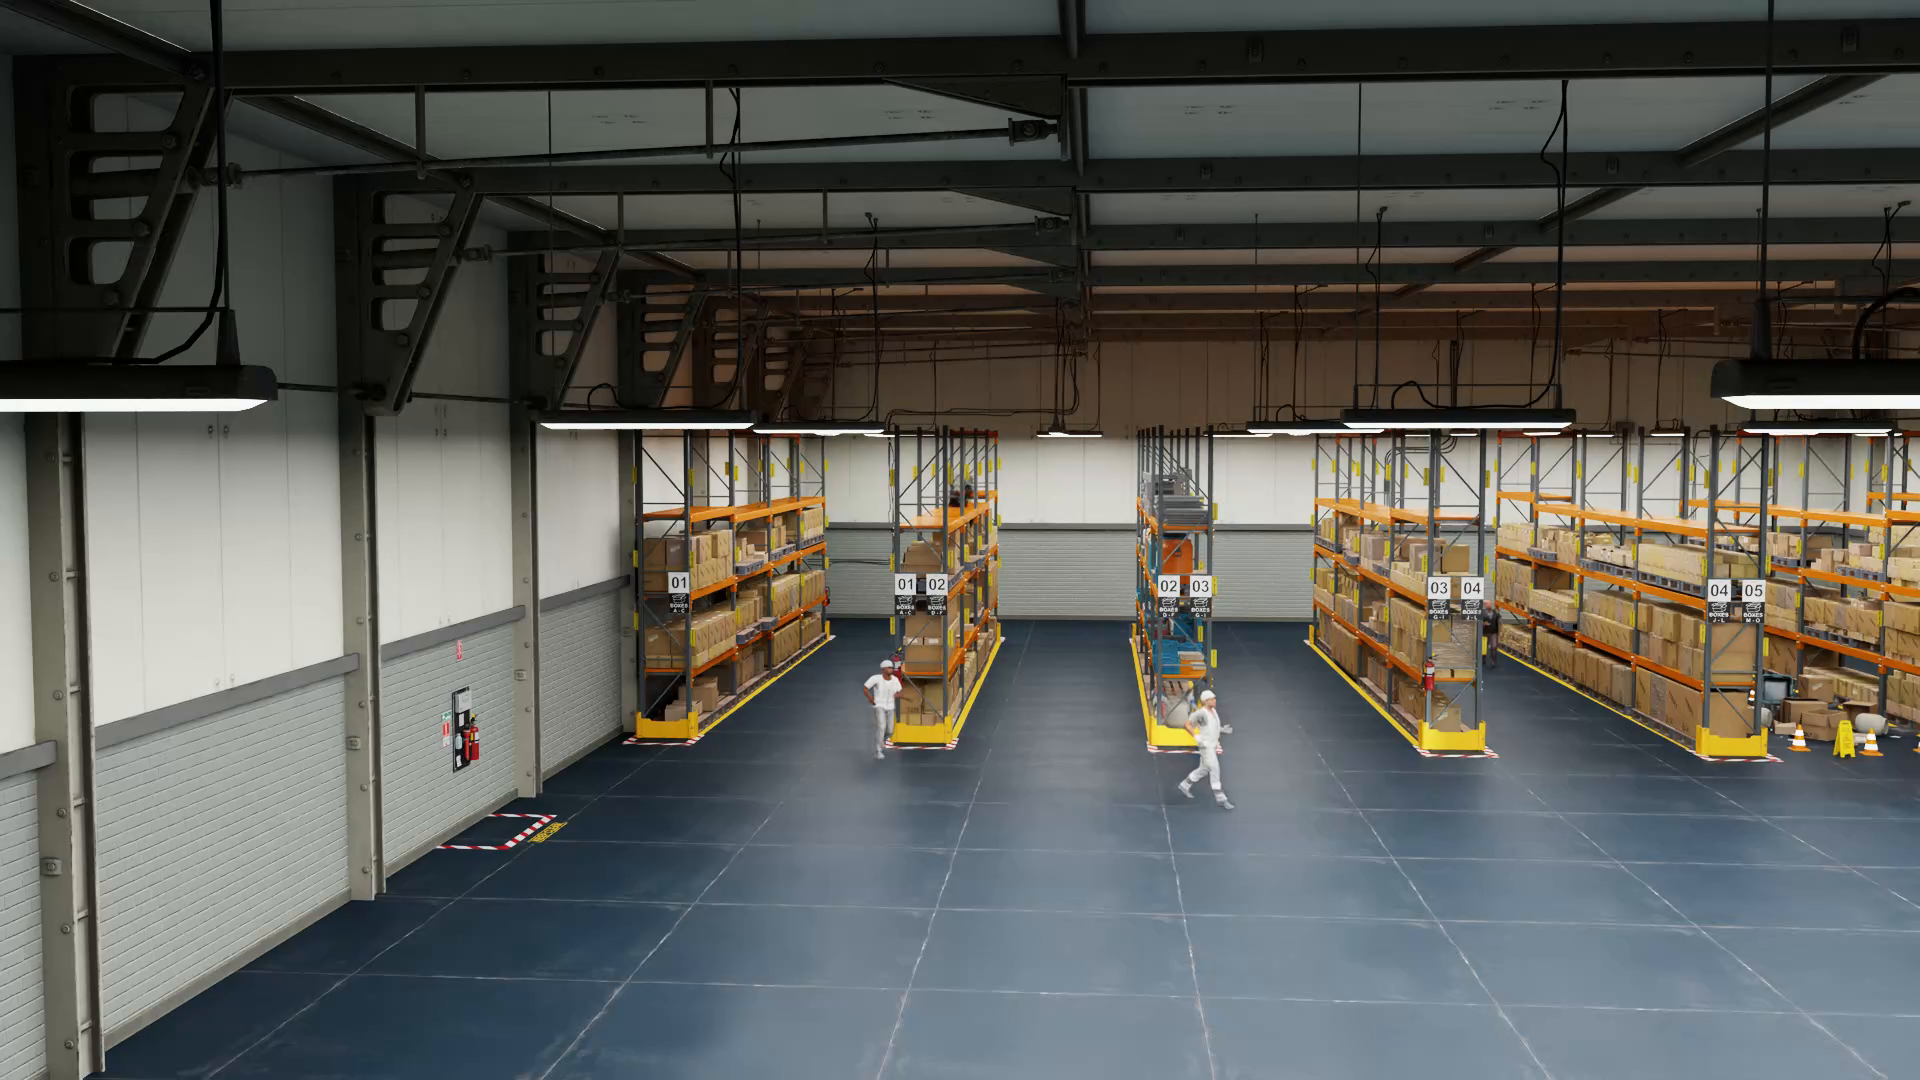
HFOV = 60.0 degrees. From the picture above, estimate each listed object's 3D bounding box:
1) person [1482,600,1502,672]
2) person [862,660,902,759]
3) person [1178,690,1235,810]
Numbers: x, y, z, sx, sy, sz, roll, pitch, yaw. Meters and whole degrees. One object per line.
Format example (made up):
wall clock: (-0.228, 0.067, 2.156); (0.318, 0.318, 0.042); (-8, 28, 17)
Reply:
person: (13.233, 2.364, 41.560); (0.661, 1.730, 0.953); (1, 3, 10)
person: (-1.360, 3.057, 30.321); (0.731, 1.731, 0.830); (-2, 4, -31)
person: (3.858, 3.248, 25.975); (0.979, 1.807, 0.651); (2, 4, 29)
